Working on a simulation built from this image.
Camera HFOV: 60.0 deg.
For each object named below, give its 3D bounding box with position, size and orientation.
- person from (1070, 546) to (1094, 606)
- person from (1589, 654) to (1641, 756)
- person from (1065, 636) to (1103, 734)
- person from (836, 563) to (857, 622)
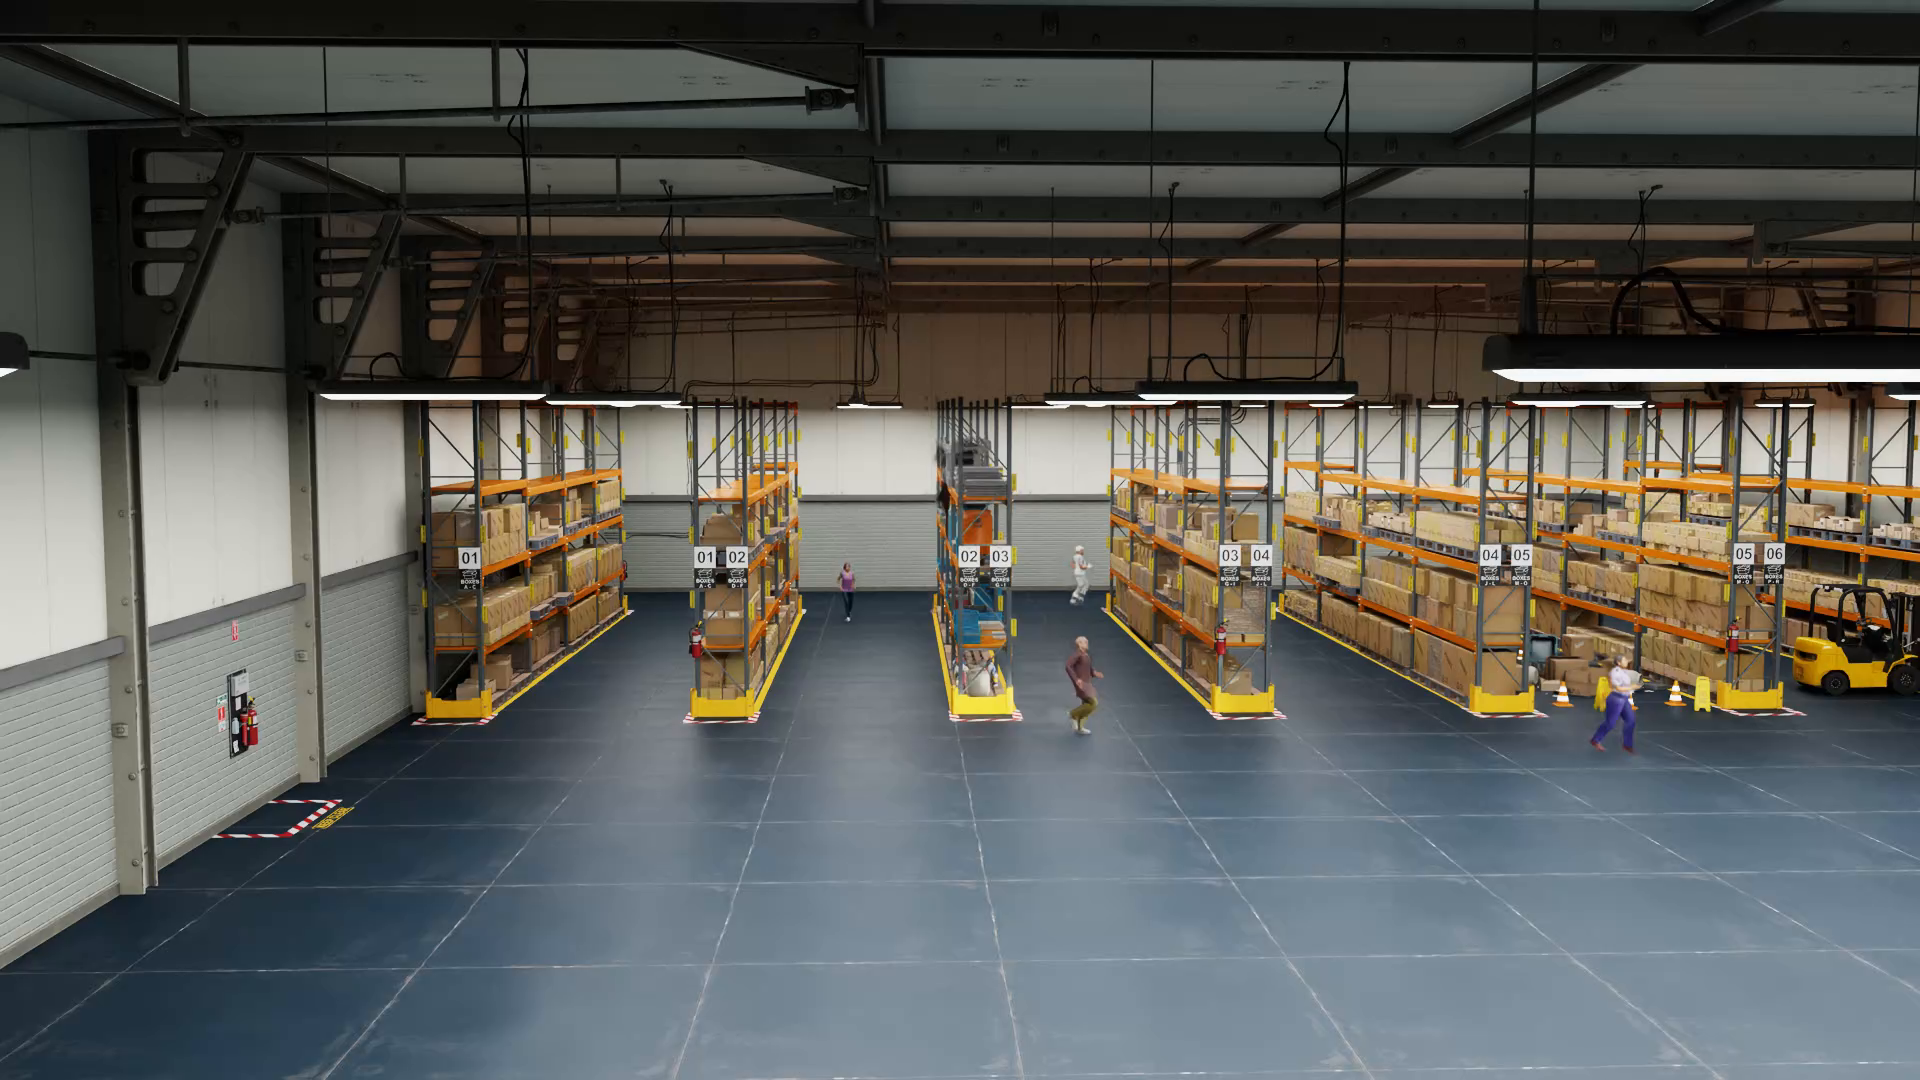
[{"bbox_3d":[3.562,1.068,48.801,0.683,1.816,0.632,0,4,-4],"label":"person"},{"bbox_3d":[10.962,2.759,27.779,0.795,1.720,0.595,4,6,40],"label":"person"},{"bbox_3d":[2.222,2.578,29.506,0.625,1.738,0.701,2,5,20],"label":"person"},{"bbox_3d":[-3.095,1.416,45.539,0.552,1.589,0.738,-1,5,-15],"label":"person"}]
